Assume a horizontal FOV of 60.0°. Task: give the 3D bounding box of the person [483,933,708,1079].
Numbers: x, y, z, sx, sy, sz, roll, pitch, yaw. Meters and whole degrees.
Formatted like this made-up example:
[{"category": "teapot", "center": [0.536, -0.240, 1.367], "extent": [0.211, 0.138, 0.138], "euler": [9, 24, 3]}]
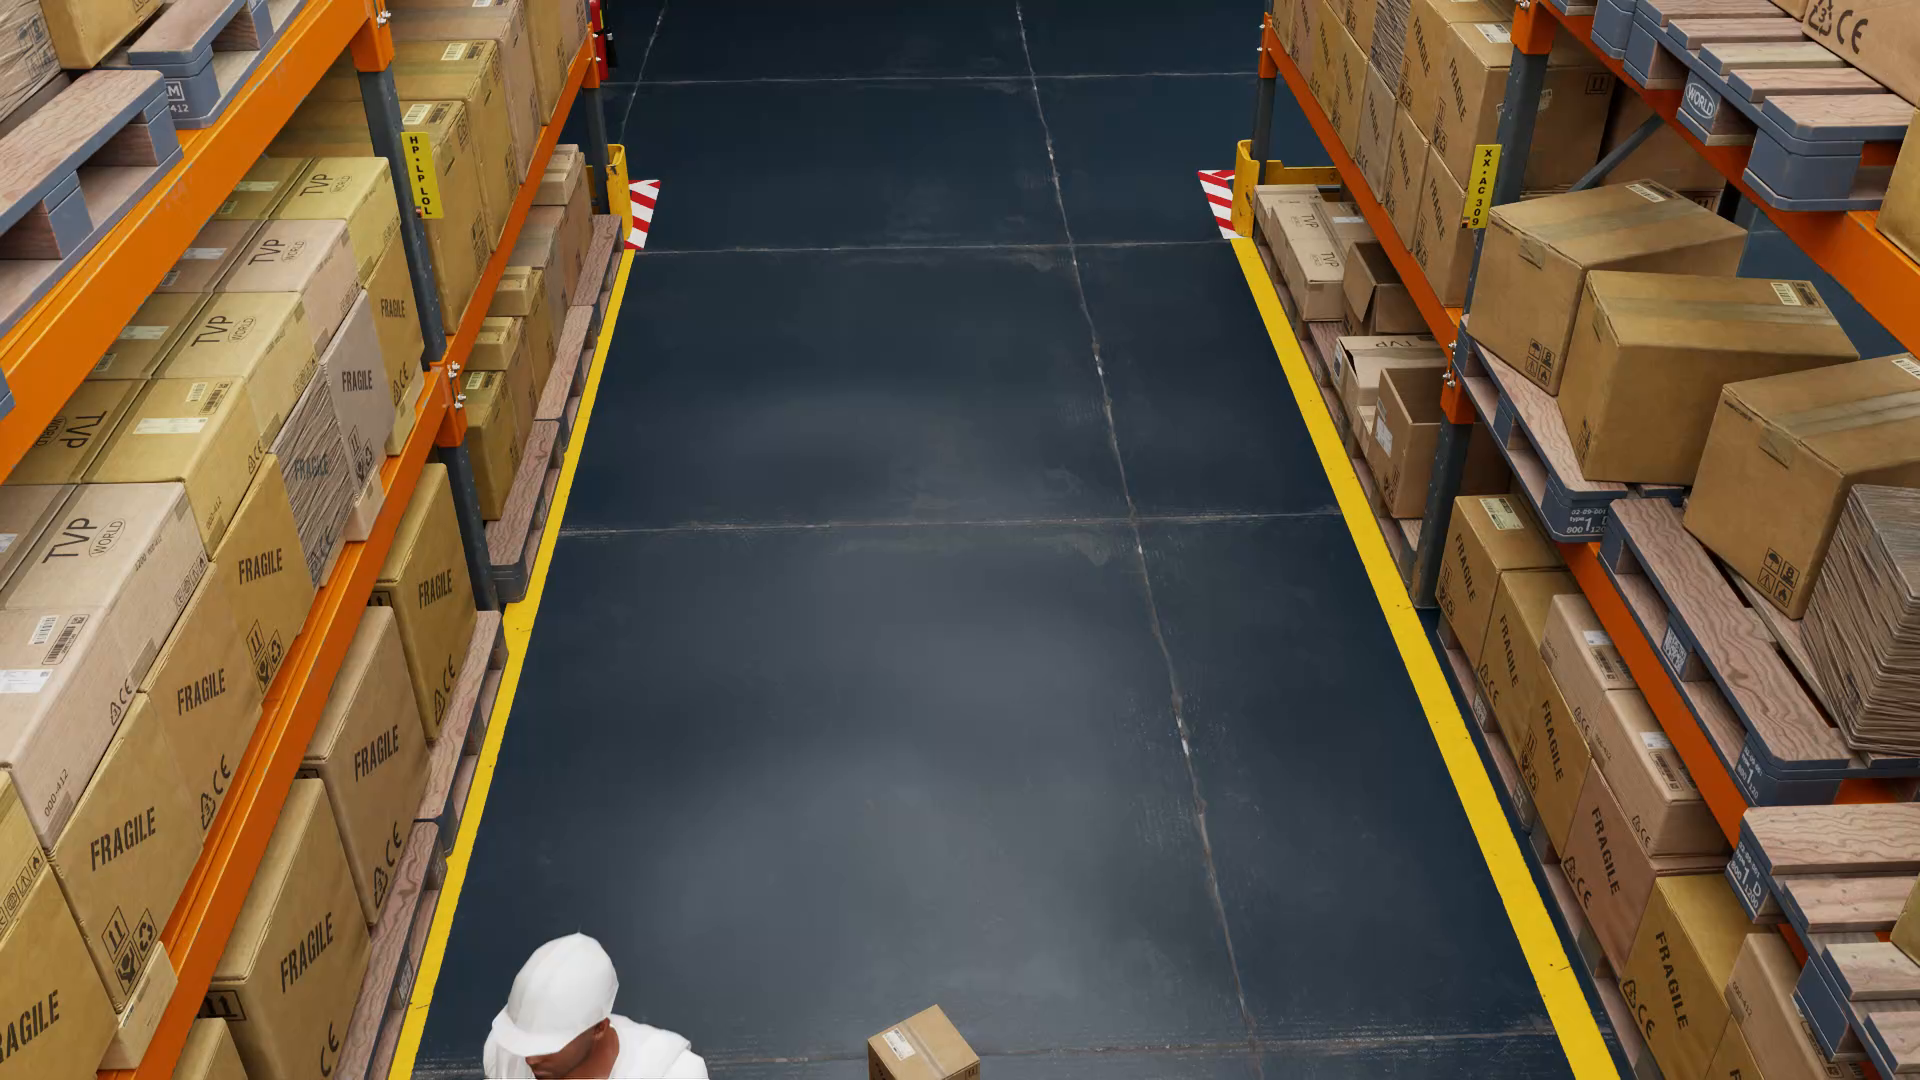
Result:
[{"category": "person", "center": [-0.827, 1.585, 3.859], "extent": [0.565, 1.771, 0.367], "euler": [10, 36, 13]}]
